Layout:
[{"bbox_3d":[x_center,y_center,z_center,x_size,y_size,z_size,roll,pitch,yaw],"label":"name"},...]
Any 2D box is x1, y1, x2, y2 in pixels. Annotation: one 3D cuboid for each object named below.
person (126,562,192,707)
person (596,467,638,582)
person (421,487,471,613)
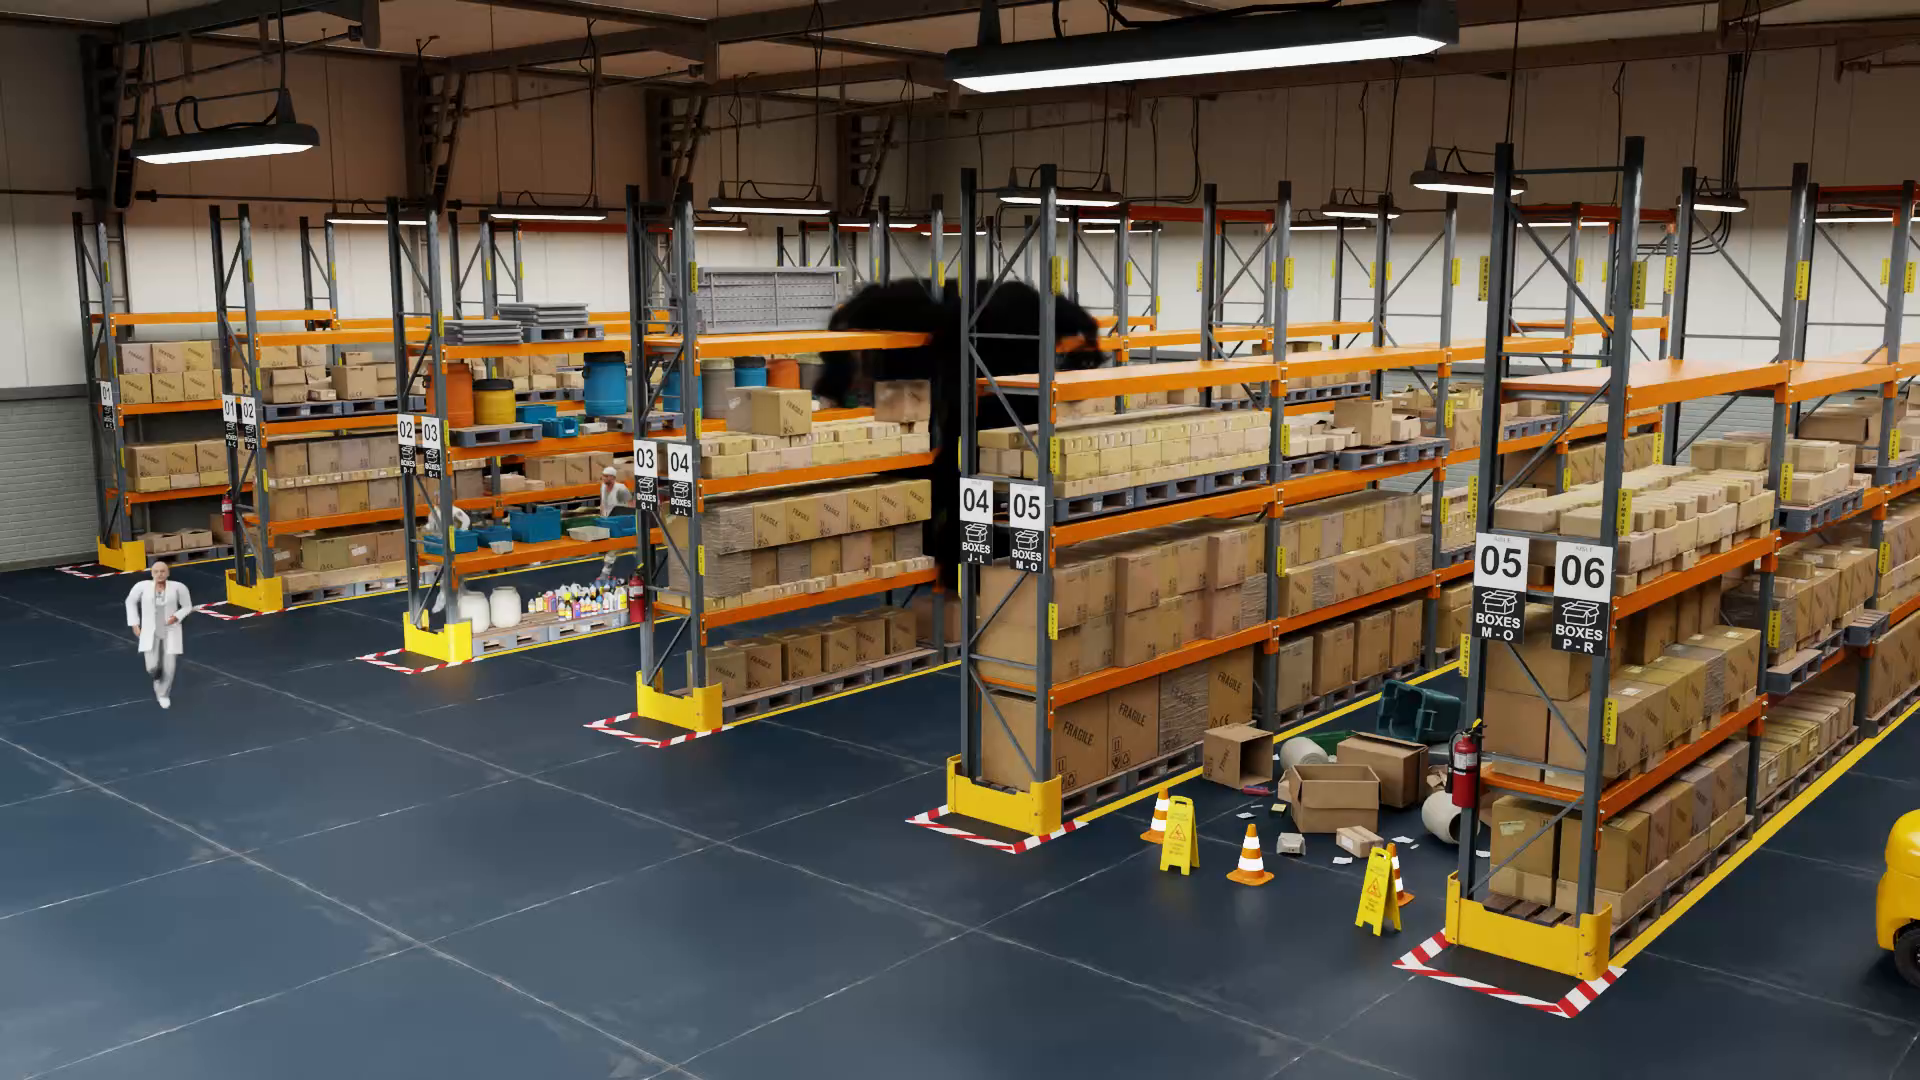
[{"bbox_3d":[-9.348,1.106,19.455,0.702,1.731,0.672,-4,10,-23],"label":"person"},{"bbox_3d":[-5.328,-0.280,26.032,0.663,1.788,0.955,8,12,39],"label":"person"},{"bbox_3d":[-7.352,0.105,23.749,0.598,1.765,0.740,6,11,34],"label":"person"}]
